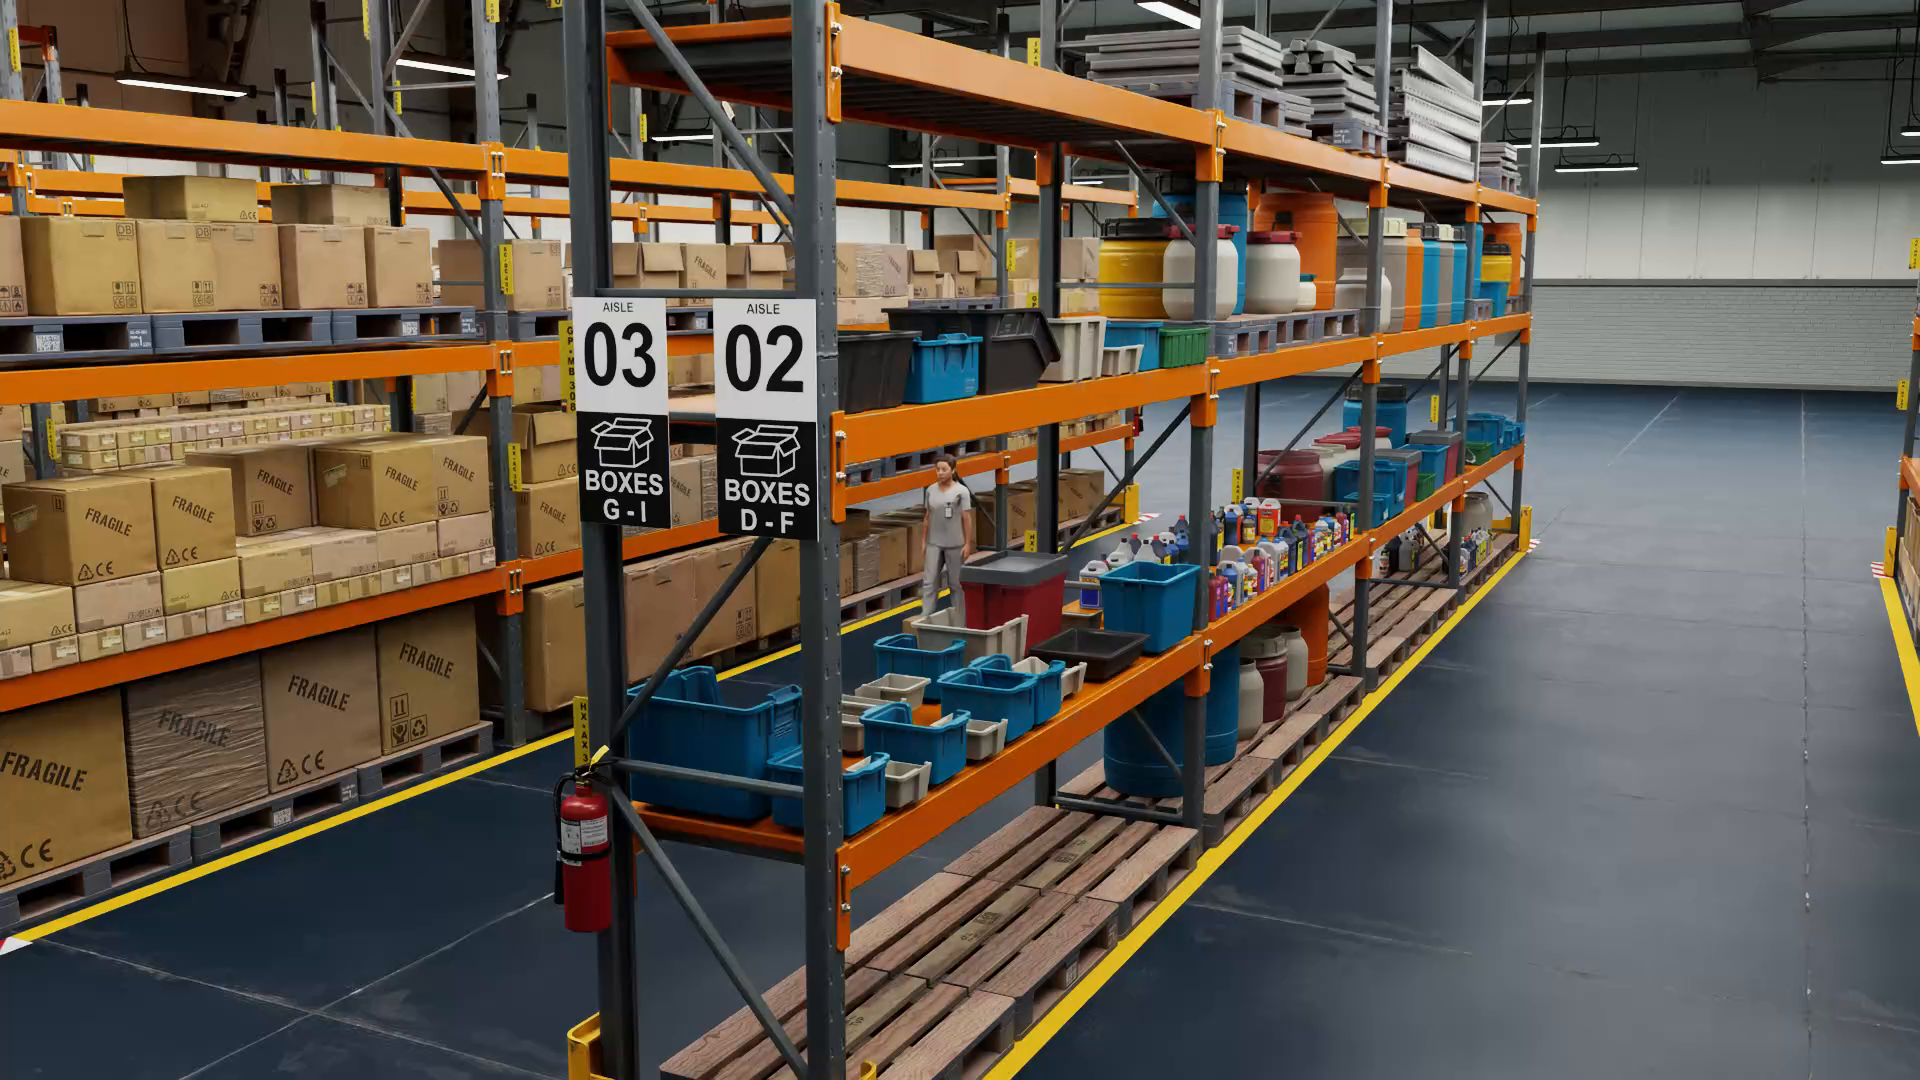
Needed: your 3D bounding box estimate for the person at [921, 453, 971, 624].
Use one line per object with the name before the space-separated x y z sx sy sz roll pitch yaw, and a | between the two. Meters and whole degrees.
person | -0.159 0.057 14.985 0.462 1.662 0.663 3 10 20
